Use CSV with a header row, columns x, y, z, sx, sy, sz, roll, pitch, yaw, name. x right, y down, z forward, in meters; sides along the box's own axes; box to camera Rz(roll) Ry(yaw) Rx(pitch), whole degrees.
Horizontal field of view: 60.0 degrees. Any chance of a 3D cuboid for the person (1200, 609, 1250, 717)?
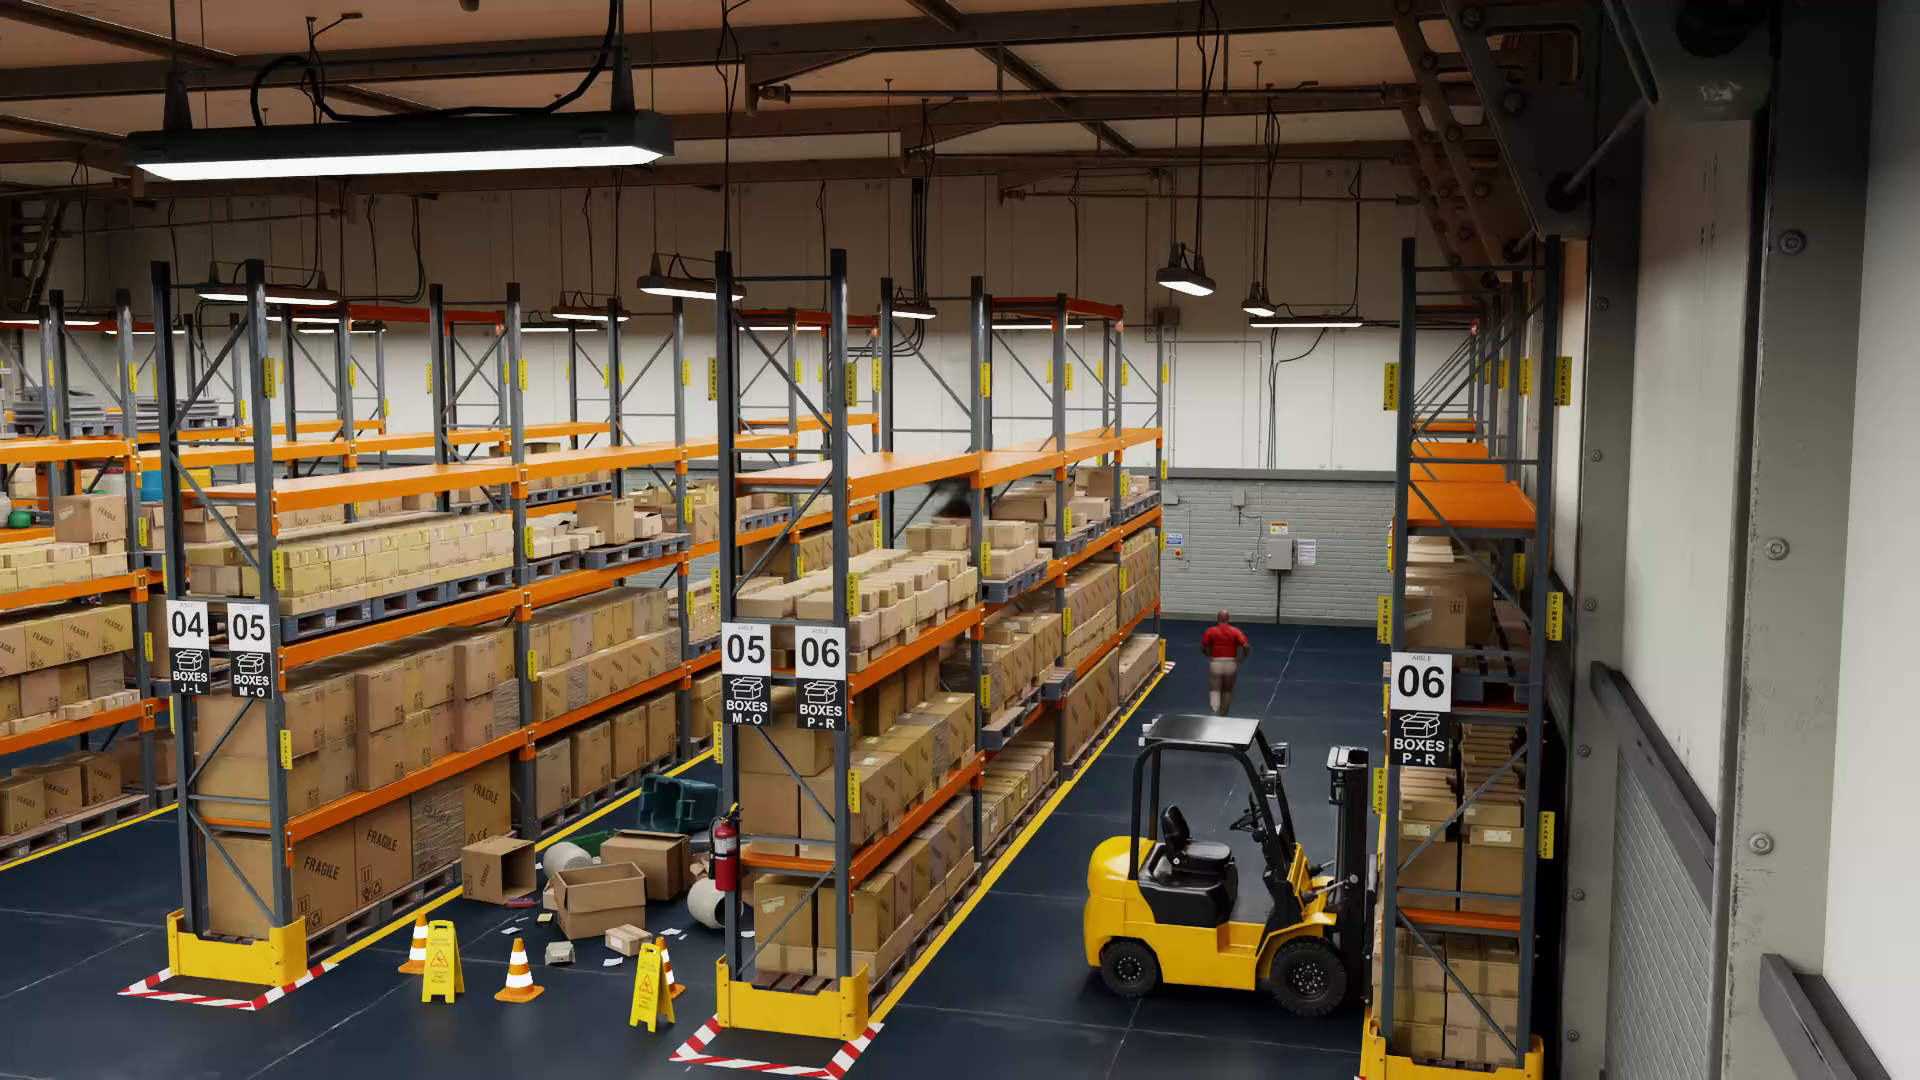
x,y,z,sx,sy,sz,roll,pitch,yaw,name
3.752,1.827,23.647,0.695,1.692,0.809,1,6,5,person
